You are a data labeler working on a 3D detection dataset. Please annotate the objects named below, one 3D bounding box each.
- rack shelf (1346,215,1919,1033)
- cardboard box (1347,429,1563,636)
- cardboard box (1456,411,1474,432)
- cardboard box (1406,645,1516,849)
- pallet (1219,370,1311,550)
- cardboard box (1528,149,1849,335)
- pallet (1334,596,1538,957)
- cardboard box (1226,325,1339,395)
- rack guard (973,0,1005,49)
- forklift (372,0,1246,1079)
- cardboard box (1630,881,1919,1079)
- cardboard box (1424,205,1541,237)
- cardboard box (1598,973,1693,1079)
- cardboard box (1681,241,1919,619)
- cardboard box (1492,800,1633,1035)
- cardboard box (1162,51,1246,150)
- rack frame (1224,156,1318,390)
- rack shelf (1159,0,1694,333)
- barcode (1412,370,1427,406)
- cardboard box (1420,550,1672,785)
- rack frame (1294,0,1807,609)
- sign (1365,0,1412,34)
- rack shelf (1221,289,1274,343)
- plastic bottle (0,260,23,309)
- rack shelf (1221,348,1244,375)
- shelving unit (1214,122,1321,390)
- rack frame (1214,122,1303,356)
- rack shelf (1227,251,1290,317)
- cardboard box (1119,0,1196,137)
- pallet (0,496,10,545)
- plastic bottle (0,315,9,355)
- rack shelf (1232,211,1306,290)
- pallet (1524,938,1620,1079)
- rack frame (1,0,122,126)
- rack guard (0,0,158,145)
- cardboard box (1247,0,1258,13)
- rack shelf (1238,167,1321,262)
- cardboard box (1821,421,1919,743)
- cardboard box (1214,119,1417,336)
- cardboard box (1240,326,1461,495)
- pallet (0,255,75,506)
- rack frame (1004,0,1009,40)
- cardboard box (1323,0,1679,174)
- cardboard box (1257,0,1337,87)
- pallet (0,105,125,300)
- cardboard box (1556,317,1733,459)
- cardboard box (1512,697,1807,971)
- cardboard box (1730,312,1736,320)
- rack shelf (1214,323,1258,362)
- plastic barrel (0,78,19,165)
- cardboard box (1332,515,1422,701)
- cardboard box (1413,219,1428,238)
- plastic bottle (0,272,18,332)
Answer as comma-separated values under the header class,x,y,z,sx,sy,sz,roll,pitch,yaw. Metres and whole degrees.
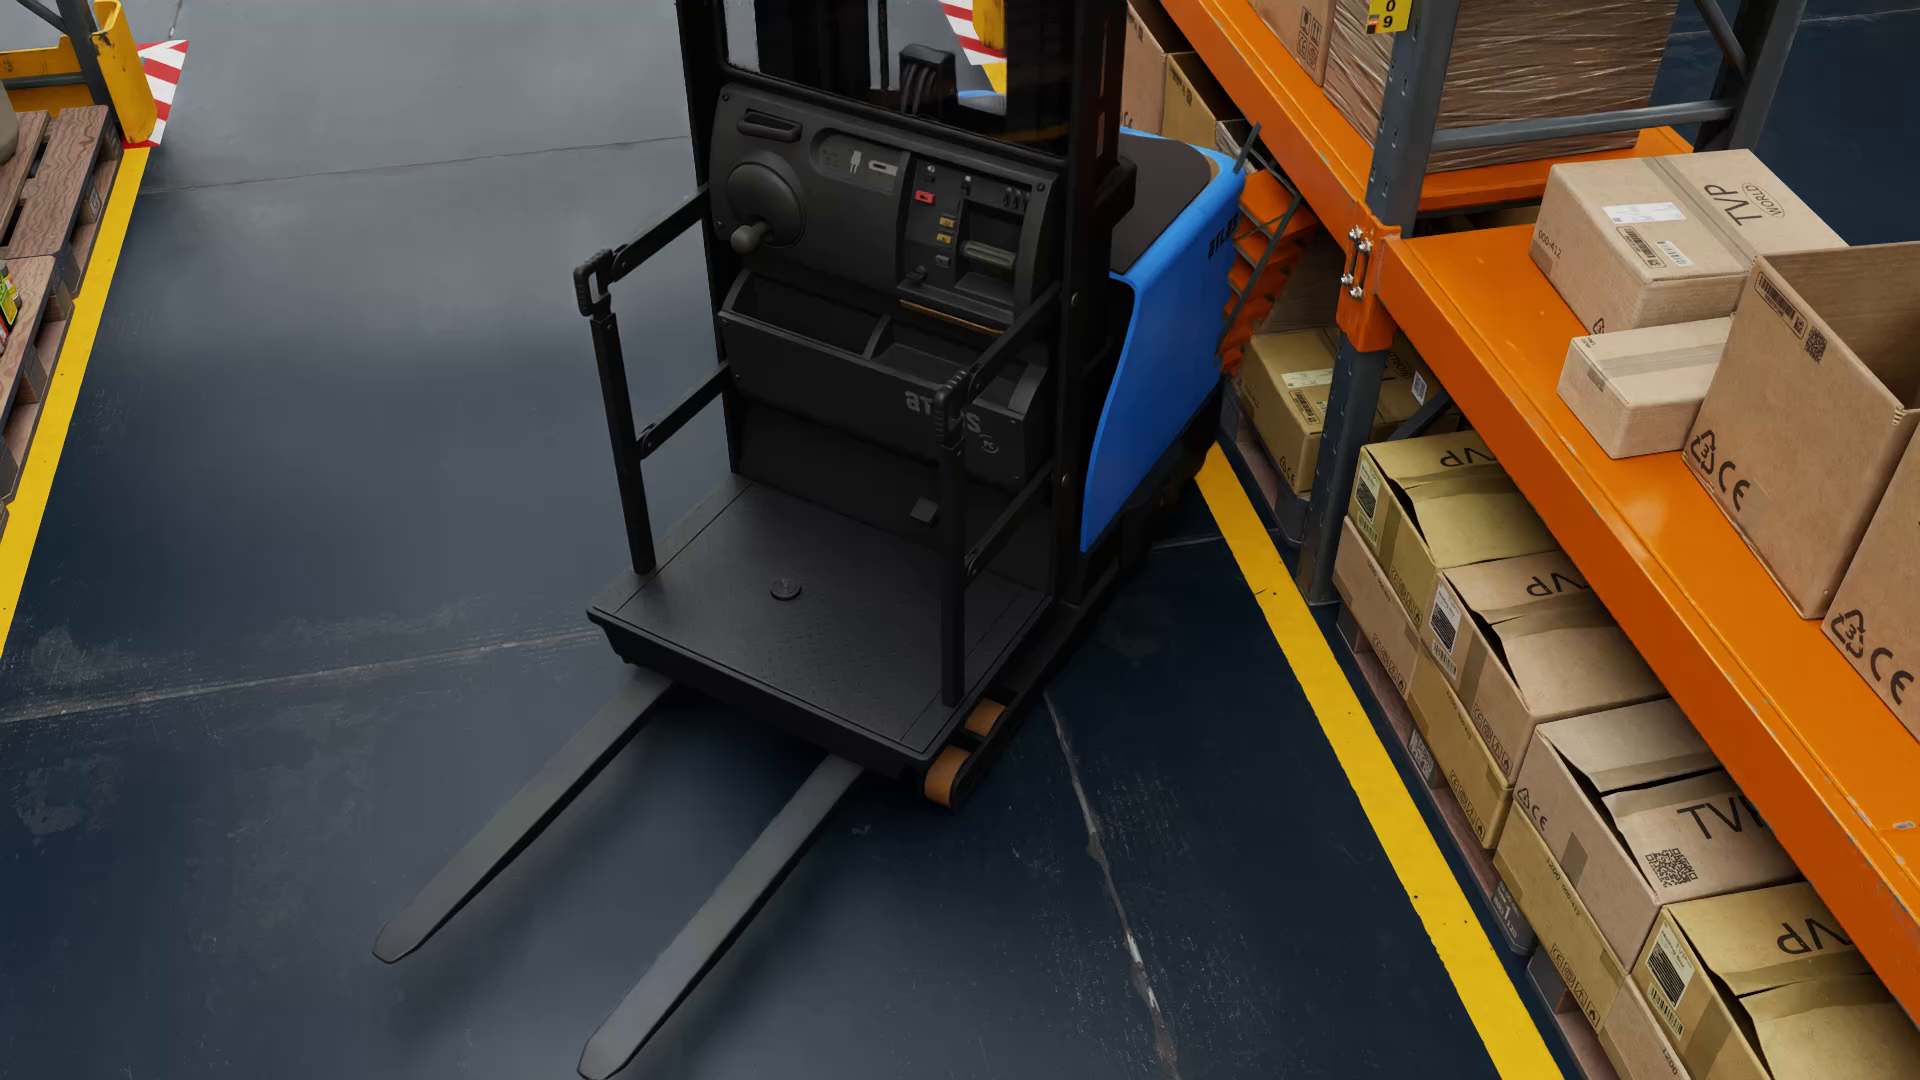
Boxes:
class,x,y,z,sx,sy,sz,roll,pitch,yaw
rack shelf,1.959,0.541,2.923,1.077,0.370,4.000,-8,42,-9
cardboard box,1.373,-0.060,4.390,0.500,0.311,0.500,-8,42,-9
cardboard box,1.723,-0.498,5.306,0.500,0.250,0.500,-8,42,-9
cardboard box,1.481,0.475,4.210,0.500,0.250,0.500,-7,42,-8
pallet,1.396,-0.504,5.658,1.003,0.211,1.213,-8,42,-9
cardboard box,1.676,-0.656,3.842,0.500,0.250,0.500,-6,42,-7
pallet,1.724,0.490,4.539,1.003,0.211,1.213,-8,42,-9
cardboard box,1.115,-0.748,5.589,0.500,0.250,0.500,-8,42,-9
rack guard,0.658,-2.699,7.913,1.175,0.500,0.348,-8,42,-9
forklift,-0.314,-0.735,3.870,1.130,2.935,3.031,21,46,22
cardboard box,1.706,0.937,3.268,0.500,0.311,0.500,-7,42,-8
cardboard box,1.733,-0.780,5.059,0.500,0.500,0.500,-8,42,-9
cardboard box,1.705,1.140,3.461,0.500,0.250,0.500,-8,42,-8
cardboard box,1.791,-0.221,3.164,0.500,0.500,0.500,-6,42,-6
cardboard box,1.596,0.810,3.833,0.500,0.250,0.500,-10,42,-11
cardboard box,1.005,-1.353,5.704,0.500,0.500,0.500,-8,42,-9
rack frame,0.906,-0.823,5.229,0.006,1.200,0.240,-26,66,-31
rack shelf,1.095,-2.052,5.844,1.077,0.370,4.000,-8,42,-9
barcode,1.176,-0.389,4.257,0.001,0.075,0.075,-8,42,-9
cardboard box,1.476,0.265,4.024,0.500,0.311,0.500,-9,42,-10
rack frame,1.527,-1.025,4.145,1.000,3.000,0.127,-8,42,-9
sign,0.985,-1.298,3.741,0.100,0.325,0.005,-8,42,-9
rack shelf,0.825,-0.763,5.217,0.180,0.103,0.258,-26,66,-31
plastic bottle,-3.349,-0.901,5.782,0.097,0.201,0.097,0,42,0
rack shelf,0.767,-0.626,5.405,0.180,0.103,0.258,-26,66,-31
shelving unit,0.836,-0.789,5.182,0.189,1.200,0.258,-26,66,-31
rack frame,0.766,-0.754,5.135,0.006,1.200,0.240,-26,66,-31
rack shelf,0.854,-0.832,5.123,0.180,0.103,0.258,-26,66,-31
cardboard box,0.883,-1.675,6.067,0.500,0.500,0.500,-8,42,-9
pallet,-3.415,0.284,4.771,1.003,0.211,1.213,-8,42,-9
plastic bottle,-3.322,-0.761,5.569,0.152,0.276,0.135,-8,42,-9
rack shelf,0.883,-0.901,5.029,0.180,0.103,0.258,-26,66,-31
pallet,1.991,1.282,3.646,1.003,0.211,1.213,-8,42,-9
rack frame,-4.174,-2.910,6.269,1.000,3.000,0.127,-8,42,-9
rack guard,-4.111,-1.933,7.051,1.175,0.500,0.348,-8,42,-9
cardboard box,1.200,-2.016,5.186,0.700,0.500,0.500,-8,42,-9
rack shelf,0.912,-0.969,4.935,0.180,0.103,0.258,-26,66,-31
cardboard box,1.899,0.104,2.798,0.500,0.500,0.500,-8,42,-9
cardboard box,1.117,-1.029,5.340,0.500,0.500,0.500,-8,42,-9
cardboard box,1.214,-0.423,5.222,0.500,0.250,0.500,-8,42,-9
pallet,-3.681,-0.508,5.664,1.003,0.211,1.213,-8,42,-9
rack frame,0.664,-3.618,7.066,1.000,3.000,0.127,-8,42,-9
cardboard box,1.425,-1.349,4.435,0.700,0.500,0.500,-9,42,-10
cardboard box,1.305,-1.690,4.819,0.700,0.500,0.500,-9,42,-10
pallet,-3.941,-1.298,6.553,1.003,0.211,1.213,-8,42,-9
cardboard box,1.519,-0.327,3.548,0.380,0.149,0.250,-8,42,-9
cardboard box,1.589,0.601,3.646,0.500,0.311,0.500,-10,43,-11
cardboard box,1.896,-0.431,3.577,0.396,0.266,0.258,-9,42,-10
rack shelf,0.796,-0.694,5.311,0.180,0.103,0.258,-26,66,-31
plastic barrel,-3.957,-1.721,6.487,0.421,0.512,0.421,0,42,0
cardboard box,1.372,0.143,4.584,0.500,0.250,0.500,-9,42,-10
cardboard box,1.617,-1.103,5.423,0.500,0.500,0.500,-8,42,-9
plastic bottle,-3.306,-0.858,5.672,0.061,0.283,0.133,-7,42,-8
